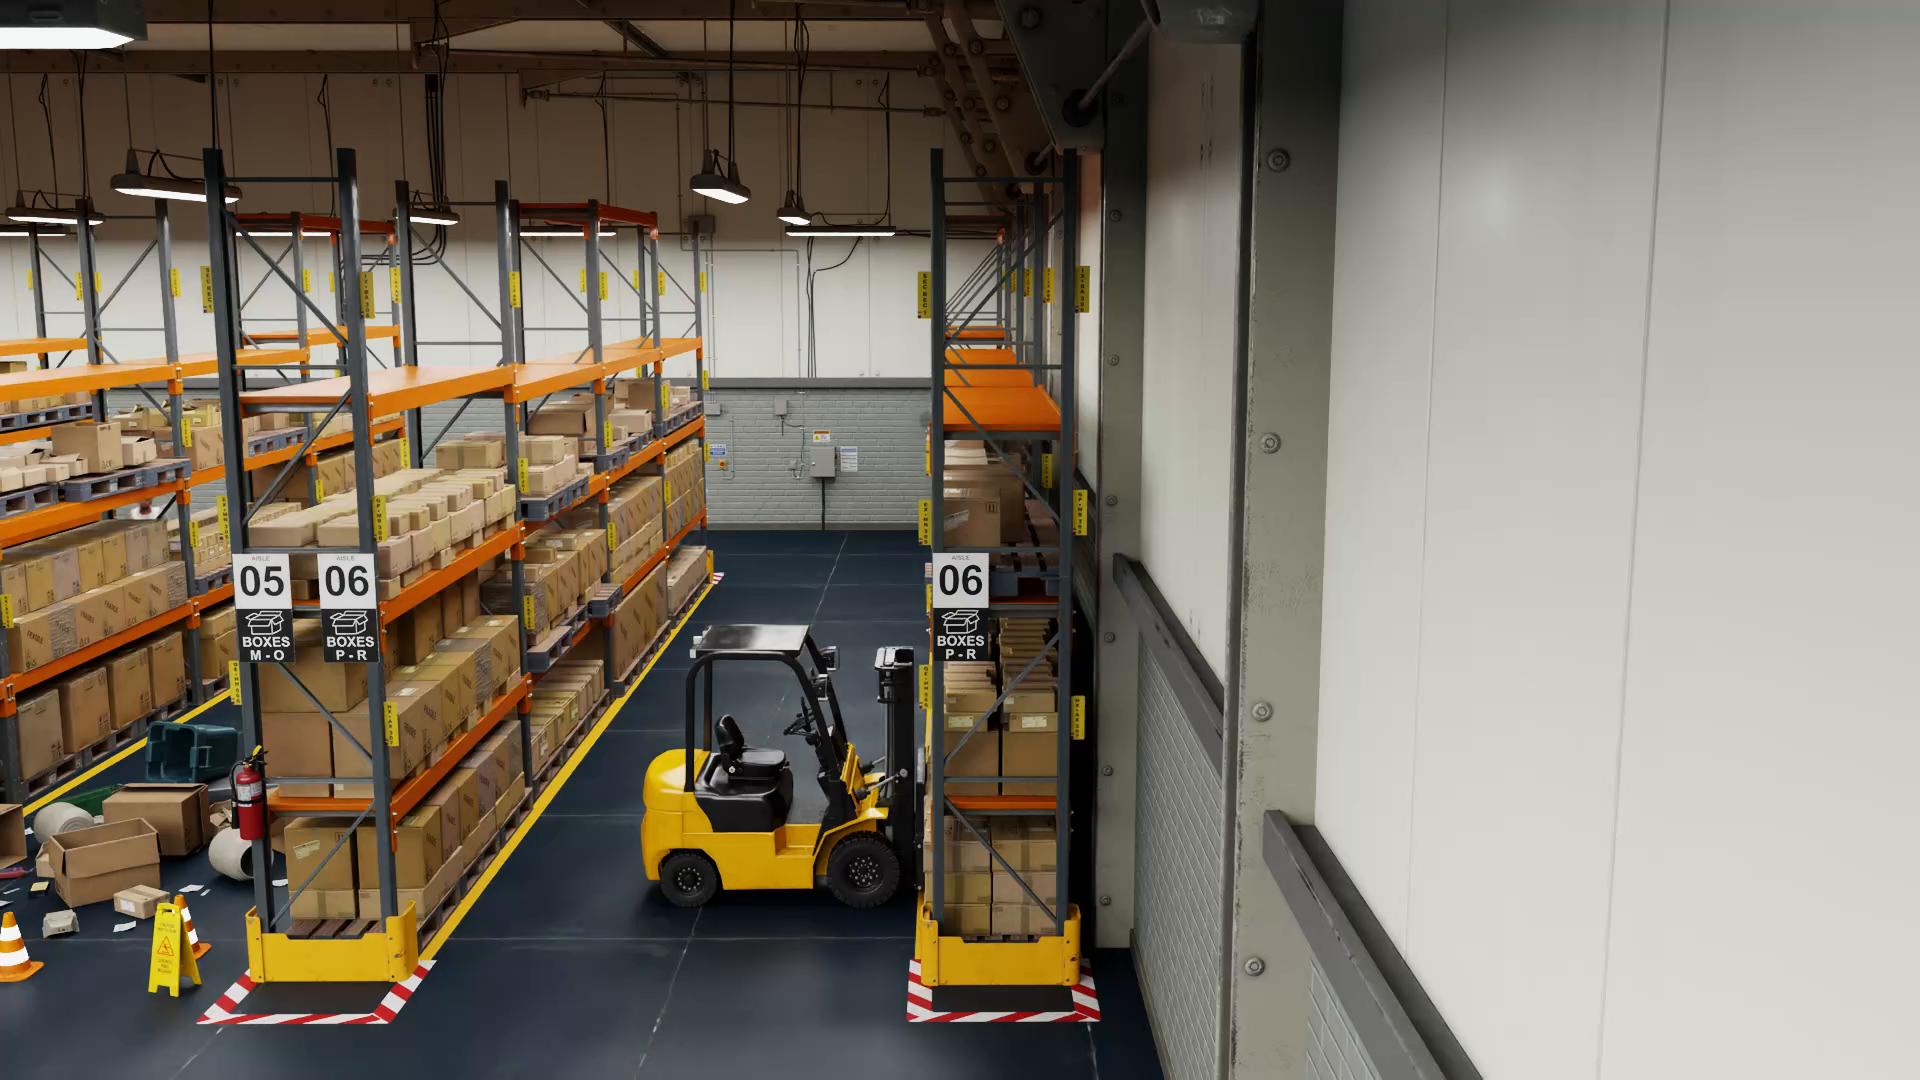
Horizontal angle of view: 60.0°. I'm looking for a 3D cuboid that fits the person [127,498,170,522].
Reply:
[{"bbox_3d":[-12.873,0.101,26.340,0.661,1.745,0.608,-2,9,-10],"label":"person"}]
